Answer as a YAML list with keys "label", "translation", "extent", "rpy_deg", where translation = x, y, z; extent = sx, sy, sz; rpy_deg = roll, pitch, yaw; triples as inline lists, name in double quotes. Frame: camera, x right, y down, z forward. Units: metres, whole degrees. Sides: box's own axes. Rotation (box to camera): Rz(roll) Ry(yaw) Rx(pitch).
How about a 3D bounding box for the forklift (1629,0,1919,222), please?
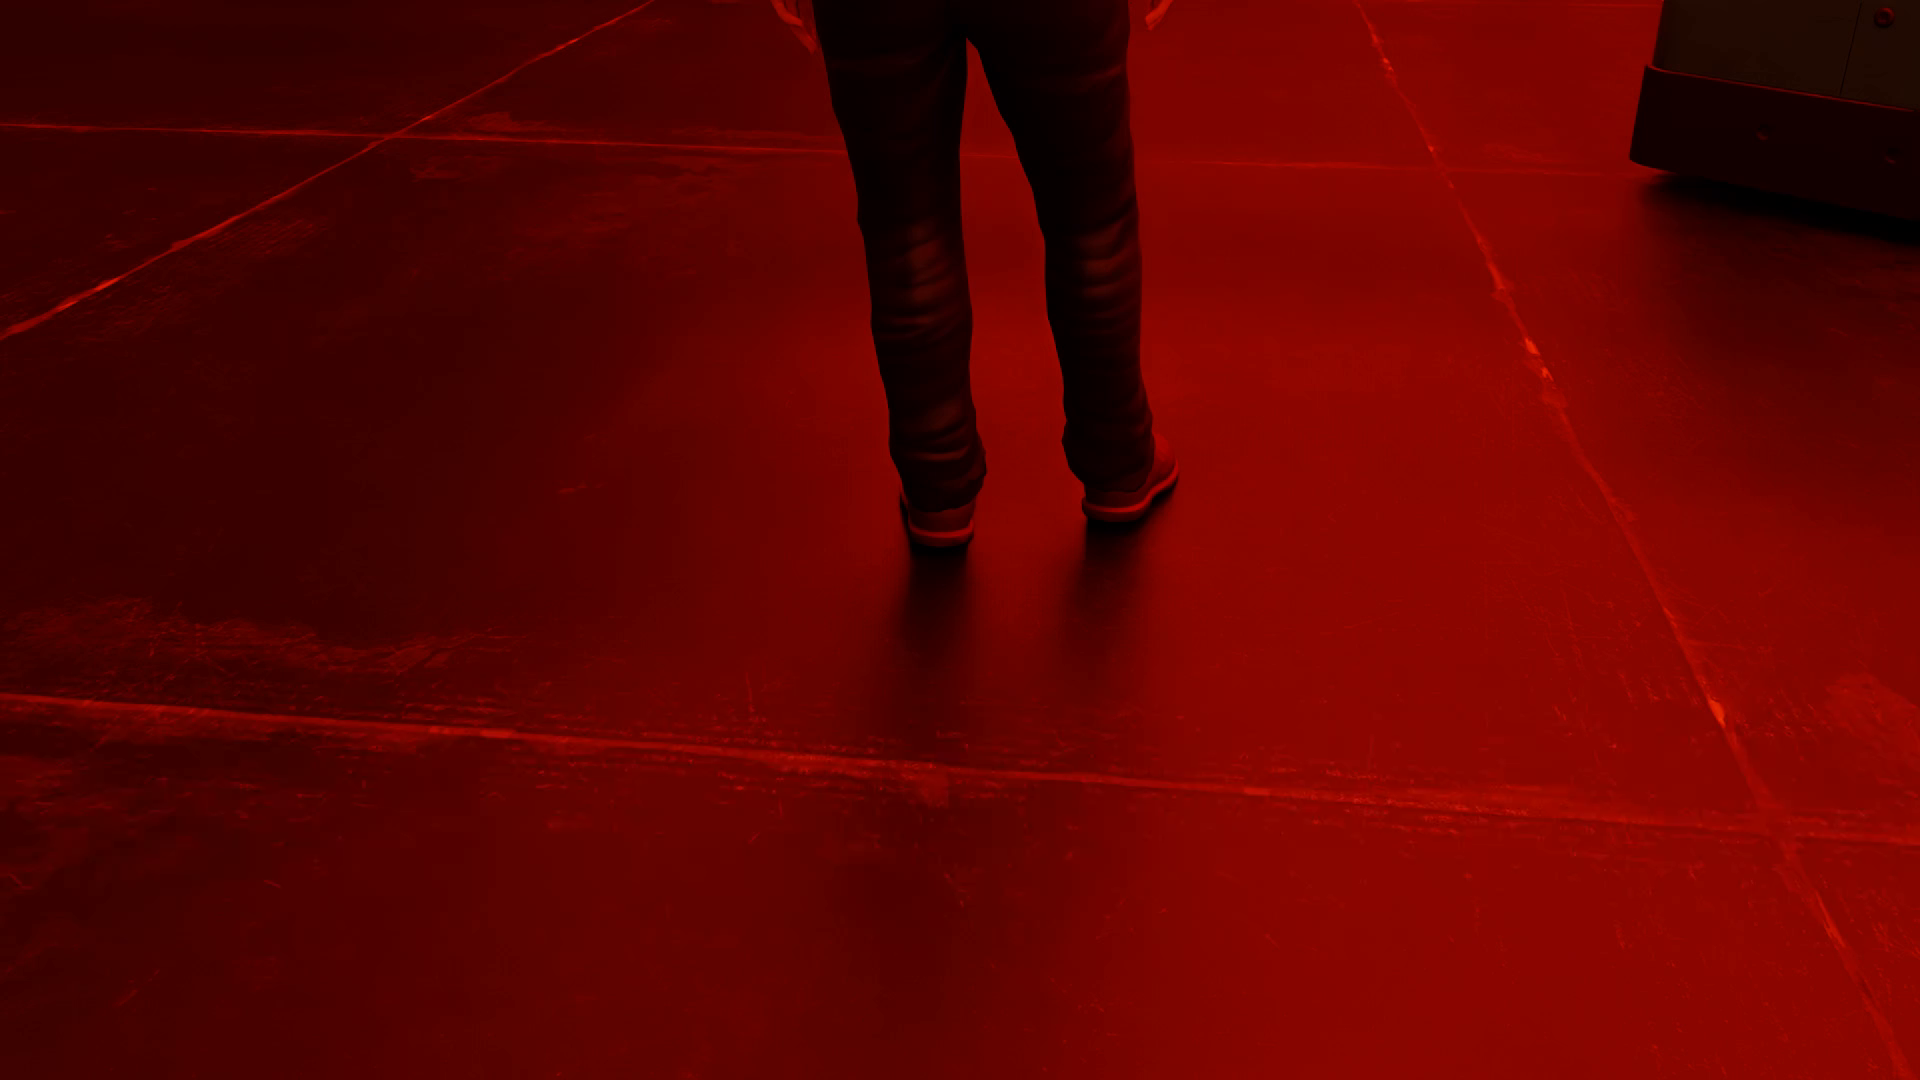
- label: "forklift"
  translation: [3.192, -2.487, 4.203]
  extent: [3.031, 2.935, 1.130]
  rpy_deg: [-20, 33, -35]

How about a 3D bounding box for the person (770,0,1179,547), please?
- label: "person"
  translation: [0.035, -0.783, 2.205]
  extent: [0.598, 1.651, 0.503]
  rpy_deg: [3, 27, 7]
